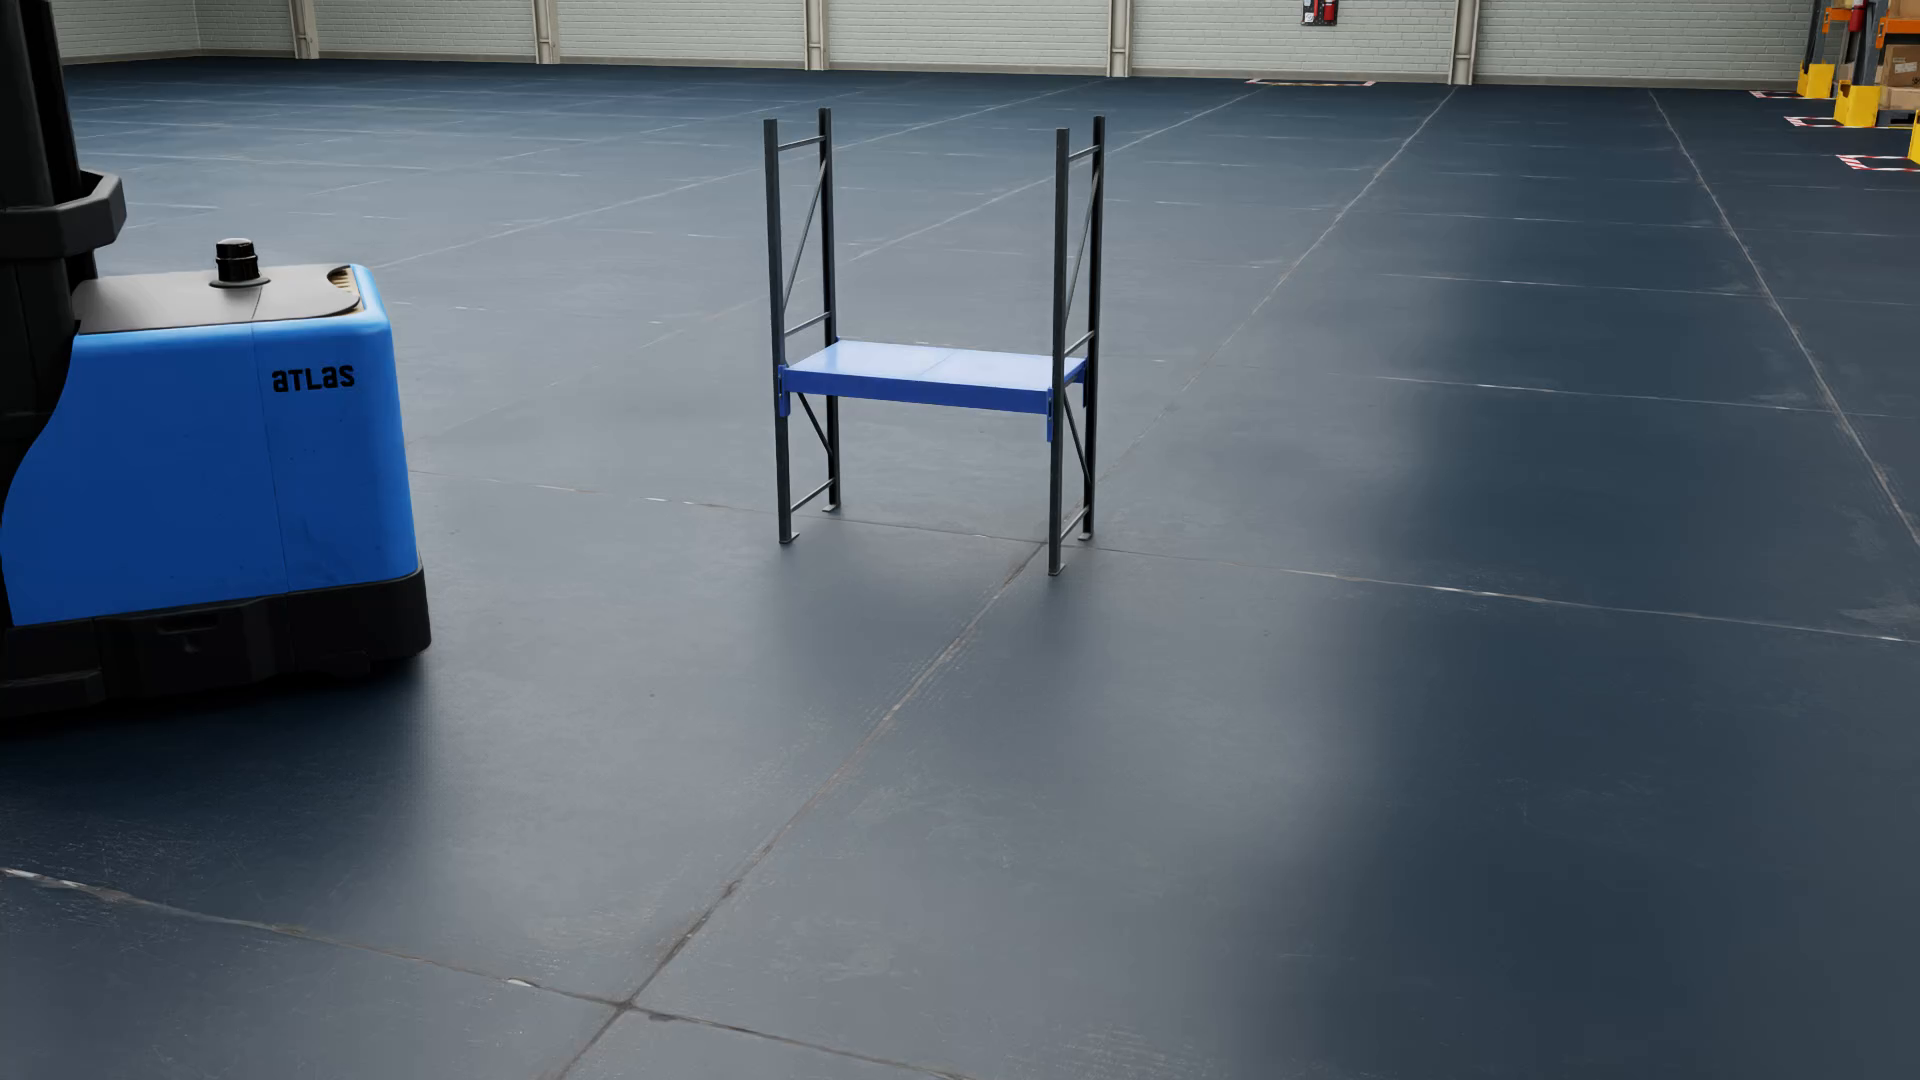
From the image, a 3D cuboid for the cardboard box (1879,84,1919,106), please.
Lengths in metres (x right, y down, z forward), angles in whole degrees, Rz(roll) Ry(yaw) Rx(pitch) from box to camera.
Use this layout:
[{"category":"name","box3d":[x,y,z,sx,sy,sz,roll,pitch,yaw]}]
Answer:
[{"category":"cardboard box","box3d":[12.277,-5.787,21.661,0.500,0.250,0.500,7,20,18]}]

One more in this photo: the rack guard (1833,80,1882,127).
[{"category":"rack guard","box3d":[11.651,-5.676,21.599,0.348,0.500,1.175,7,20,18]}]

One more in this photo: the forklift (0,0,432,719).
[{"category":"forklift","box3d":[-3.150,-0.958,4.371,3.031,2.935,1.130,-7,21,-20]}]

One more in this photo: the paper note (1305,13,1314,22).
[{"category":"paper note","box3d":[6.107,-9.139,29.076,0.142,0.148,0.016,7,20,18]}]

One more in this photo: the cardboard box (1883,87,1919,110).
[{"category":"cardboard box","box3d":[12.107,-5.626,21.199,0.500,0.250,0.500,7,20,18]}]

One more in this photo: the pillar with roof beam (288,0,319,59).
[{"category":"pillar with roof beam","box3d":[-15.510,-13.322,30.624,0.400,9.000,9.100,7,20,18]}]

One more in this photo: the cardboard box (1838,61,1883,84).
[{"category":"cardboard box","box3d":[13.920,-7.230,25.676,0.500,0.311,0.500,4,20,12]}]

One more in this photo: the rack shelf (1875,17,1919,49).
[{"category":"rack shelf","box3d":[13.563,-6.298,20.679,4.000,0.370,1.077,7,20,18]}]

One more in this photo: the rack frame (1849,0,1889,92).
[{"category":"rack frame","box3d":[11.674,-6.854,21.181,0.127,3.000,1.000,7,20,18]}]

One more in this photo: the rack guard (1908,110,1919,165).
[{"category":"rack guard","box3d":[10.132,-4.140,17.193,0.348,0.500,1.175,7,20,18]}]

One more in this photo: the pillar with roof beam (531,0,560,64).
[{"category":"pillar with roof beam","box3d":[-9.843,-12.674,28.765,0.400,9.000,9.100,7,20,18]}]

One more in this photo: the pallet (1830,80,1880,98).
[{"category":"pallet","box3d":[14.124,-6.970,25.753,1.213,0.211,1.003,7,20,18]}]

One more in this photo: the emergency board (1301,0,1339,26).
[{"category":"emergency board","box3d":[6.251,-9.514,28.814,0.643,1.169,0.194,7,20,18]}]

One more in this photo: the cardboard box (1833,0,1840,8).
[{"category":"cardboard box","box3d":[13.801,-8.343,25.650,0.500,0.250,0.500,7,20,19]}]

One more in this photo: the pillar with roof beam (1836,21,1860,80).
[{"category":"pillar with roof beam","box3d":[12.828,-10.082,21.328,0.400,9.000,9.100,7,20,18]}]

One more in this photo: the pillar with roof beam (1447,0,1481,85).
[{"category":"pillar with roof beam","box3d":[7.161,-10.730,23.187,0.400,9.000,9.100,7,20,18]}]

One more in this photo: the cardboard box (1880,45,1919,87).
[{"category":"cardboard box","box3d":[12.278,-6.142,21.540,0.500,0.500,0.500,7,20,18]}]

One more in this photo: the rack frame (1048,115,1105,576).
[{"category":"rack frame","box3d":[0.400,-0.663,5.698,0.032,1.500,0.500,7,20,18]}]

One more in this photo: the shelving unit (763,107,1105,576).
[{"category":"shelving unit","box3d":[-0.081,-0.717,5.856,1.048,1.500,0.538,7,20,18]}]

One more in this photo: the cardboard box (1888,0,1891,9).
[{"category":"cardboard box","box3d":[14.148,-8.130,25.039,0.500,0.250,0.500,6,20,16]}]

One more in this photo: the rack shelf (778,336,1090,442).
[{"category":"rack shelf","box3d":[-0.081,-0.548,5.915,1.000,0.185,0.538,7,20,18]}]

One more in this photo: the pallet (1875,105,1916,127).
[{"category":"pallet","box3d":[12.410,-5.467,21.440,1.213,0.211,1.003,7,20,18]}]

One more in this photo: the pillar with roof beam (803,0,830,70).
[{"category":"pillar with roof beam","box3d":[-4.175,-12.026,26.905,0.400,9.000,9.100,7,20,18]}]

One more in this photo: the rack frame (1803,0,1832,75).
[{"category":"rack frame","box3d":[13.296,-8.394,25.600,0.127,3.000,1.000,7,20,18]}]

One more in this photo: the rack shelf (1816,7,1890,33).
[{"category":"rack shelf","box3d":[15.185,-7.838,25.099,4.000,0.370,1.077,7,20,18]}]

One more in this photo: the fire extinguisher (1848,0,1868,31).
[{"category":"fire extinguisher","box3d":[11.715,-6.974,21.644,0.183,0.674,0.296,7,20,18]}]

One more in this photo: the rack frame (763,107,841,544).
[{"category":"rack frame","box3d":[-0.561,-0.772,6.013,0.032,1.500,0.500,7,20,18]}]

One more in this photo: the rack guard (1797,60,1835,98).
[{"category":"rack guard","box3d":[13.368,-7.206,25.988,0.348,0.500,1.175,7,20,18]}]

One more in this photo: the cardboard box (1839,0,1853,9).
[{"category":"cardboard box","box3d":[13.653,-8.181,25.187,0.500,0.250,0.500,6,20,16]}]

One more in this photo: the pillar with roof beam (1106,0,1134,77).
[{"category":"pillar with roof beam","box3d":[1.493,-11.378,25.046,0.400,9.000,9.100,7,20,18]}]

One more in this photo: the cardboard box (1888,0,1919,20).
[{"category":"cardboard box","box3d":[12.111,-6.846,21.008,0.500,0.500,0.700,7,20,18]}]
